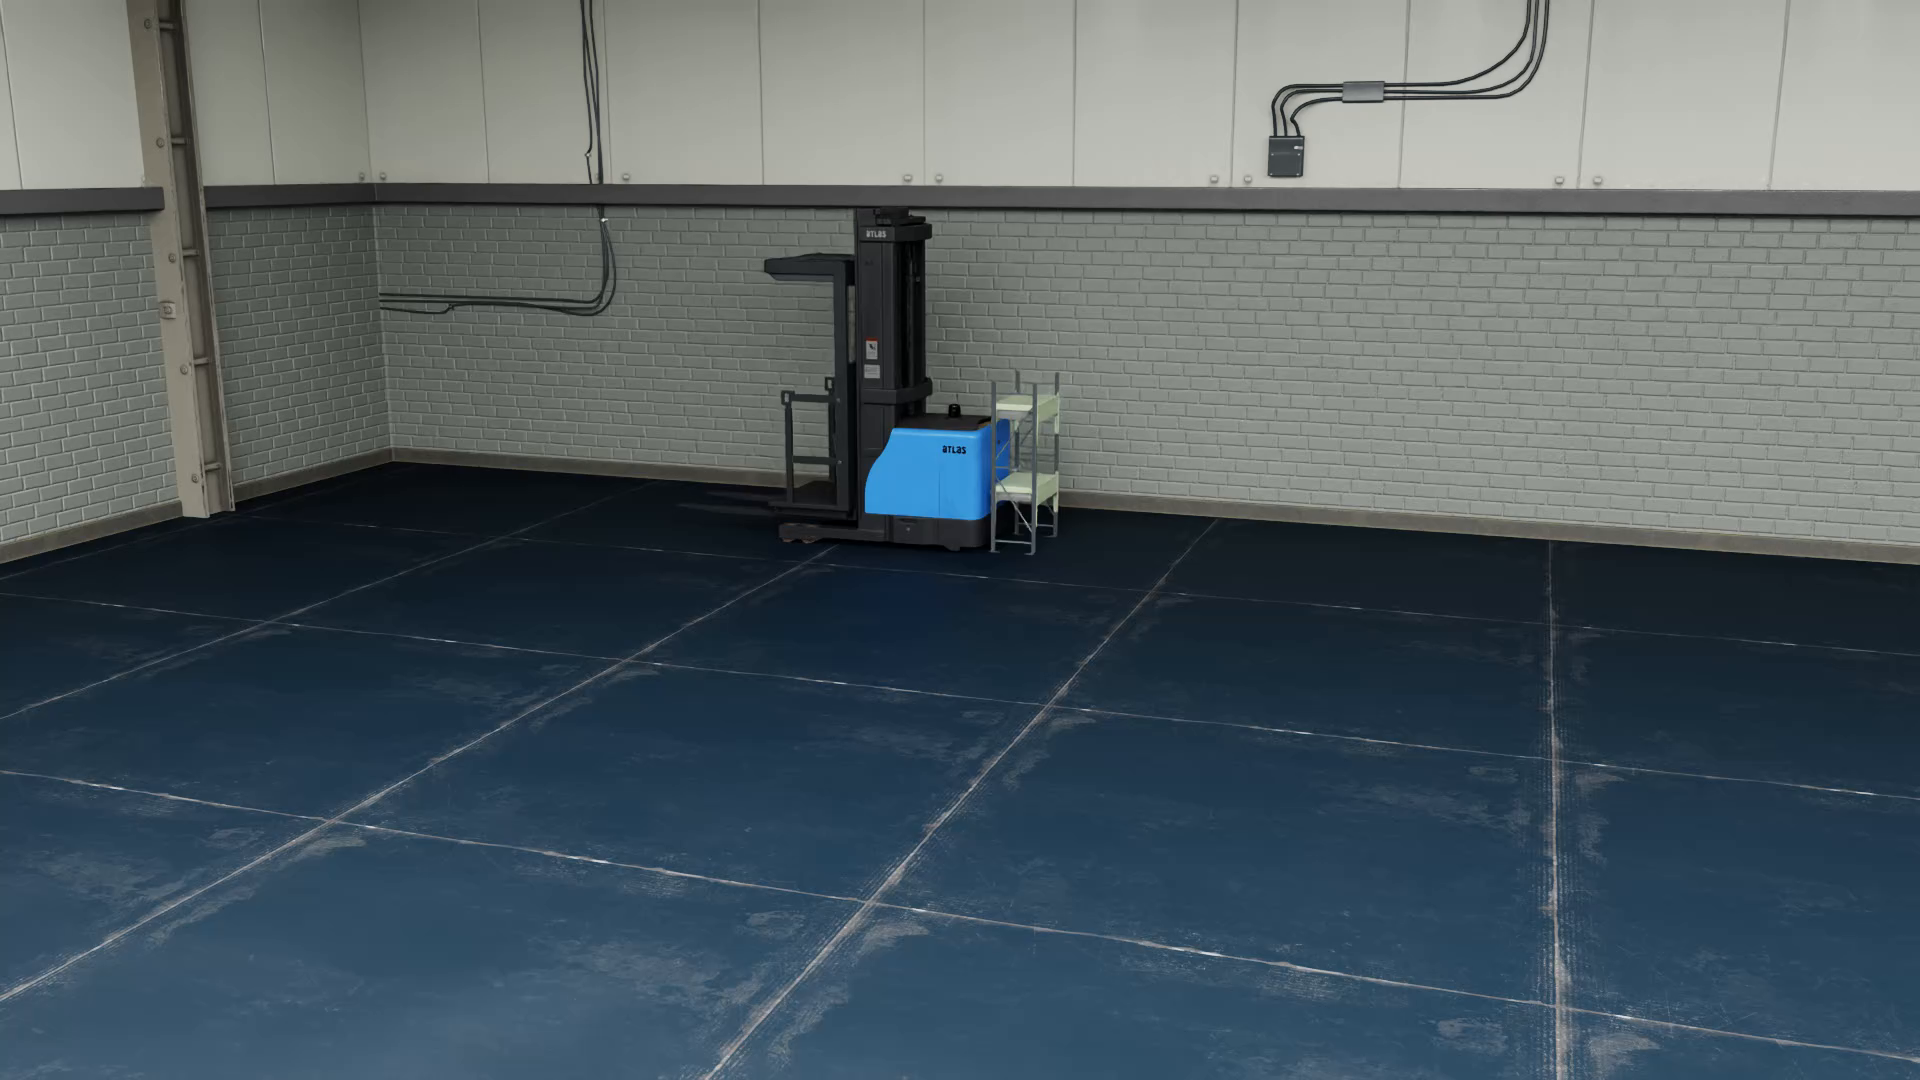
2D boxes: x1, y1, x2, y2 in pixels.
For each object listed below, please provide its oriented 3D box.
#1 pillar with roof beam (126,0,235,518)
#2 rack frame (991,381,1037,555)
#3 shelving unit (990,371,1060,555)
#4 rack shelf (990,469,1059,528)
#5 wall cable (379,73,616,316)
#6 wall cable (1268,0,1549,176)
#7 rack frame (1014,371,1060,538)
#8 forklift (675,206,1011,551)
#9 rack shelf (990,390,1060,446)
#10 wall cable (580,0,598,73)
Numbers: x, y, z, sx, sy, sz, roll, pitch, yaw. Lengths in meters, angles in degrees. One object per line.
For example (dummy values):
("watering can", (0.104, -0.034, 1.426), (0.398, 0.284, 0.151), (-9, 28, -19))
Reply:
("pillar with roof beam", (-3.223, -4.340, 13.781), (9.100, 9.000, 0.400), (4, 14, 18))
("rack frame", (0.463, -0.614, 14.306), (0.400, 1.500, 0.023), (4, 14, 18))
("shelving unit", (0.577, -0.691, 14.646), (0.431, 1.500, 0.755), (4, 14, 18))
("rack shelf", (0.577, -0.373, 14.718), (0.431, 0.370, 0.720), (4, 14, 18))
("wall cable", (-5.092, -3.661, 17.785), (3.097, 2.526, 0.112), (4, 14, 18))
("wall cable", (3.886, -6.146, 14.052), (2.305, 6.003, 0.169), (4, 14, 18))
("rack frame", (0.691, -0.769, 14.985), (0.400, 1.500, 0.023), (4, 14, 18))
("forklift", (-1.108, -1.503, 14.985), (3.031, 2.935, 1.130), (4, 14, 18))
("rack shelf", (0.577, -1.072, 14.559), (0.431, 0.370, 0.720), (4, 14, 18))
("wall cable", (-2.532, -5.929, 16.370), (3.097, 2.526, 0.112), (4, 14, 18))
